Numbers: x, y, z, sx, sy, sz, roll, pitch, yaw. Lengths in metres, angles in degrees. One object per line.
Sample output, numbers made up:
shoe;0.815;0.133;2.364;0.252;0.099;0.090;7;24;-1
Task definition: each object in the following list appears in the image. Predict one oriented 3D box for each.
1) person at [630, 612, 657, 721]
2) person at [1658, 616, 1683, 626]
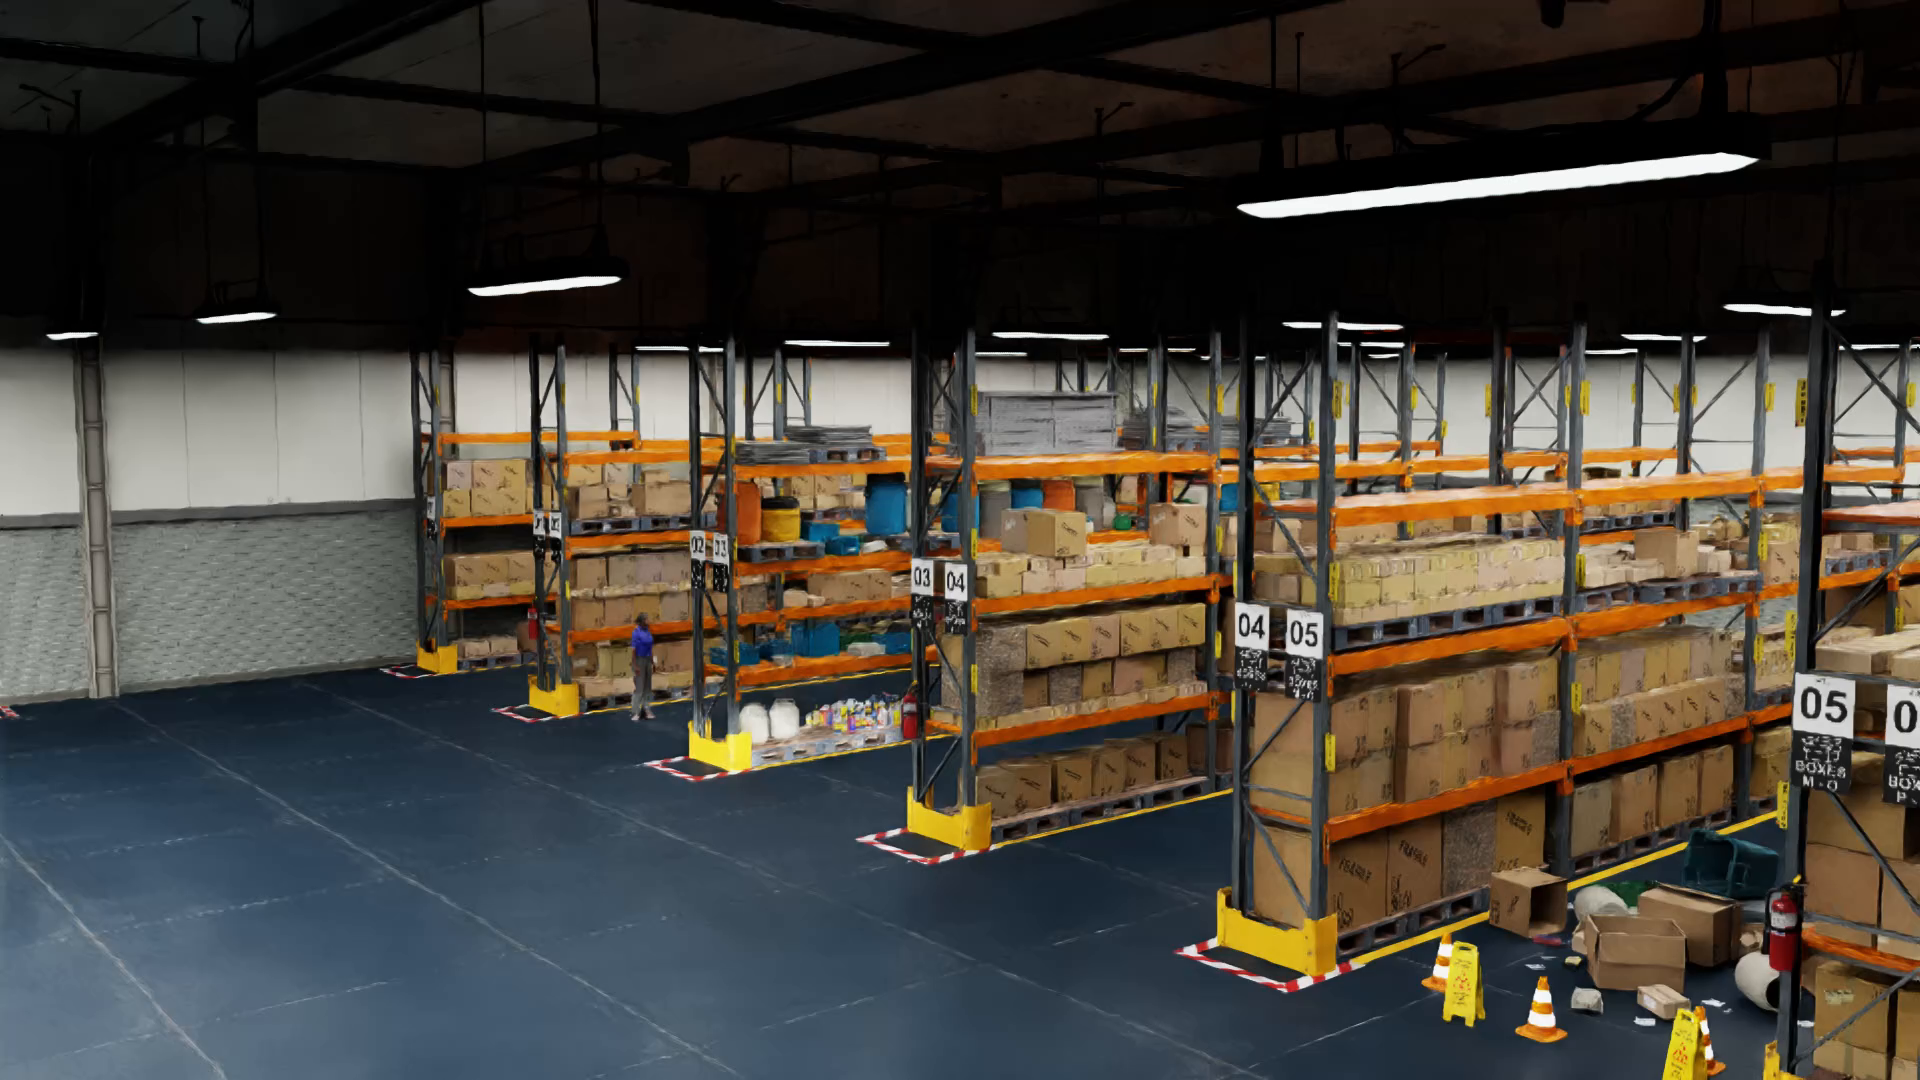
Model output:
person;-4.930;1.973;25.872;0.359;1.724;0.526;2;6;22
person;11.258;1.858;26.306;1.043;1.676;0.589;-4;7;-40
